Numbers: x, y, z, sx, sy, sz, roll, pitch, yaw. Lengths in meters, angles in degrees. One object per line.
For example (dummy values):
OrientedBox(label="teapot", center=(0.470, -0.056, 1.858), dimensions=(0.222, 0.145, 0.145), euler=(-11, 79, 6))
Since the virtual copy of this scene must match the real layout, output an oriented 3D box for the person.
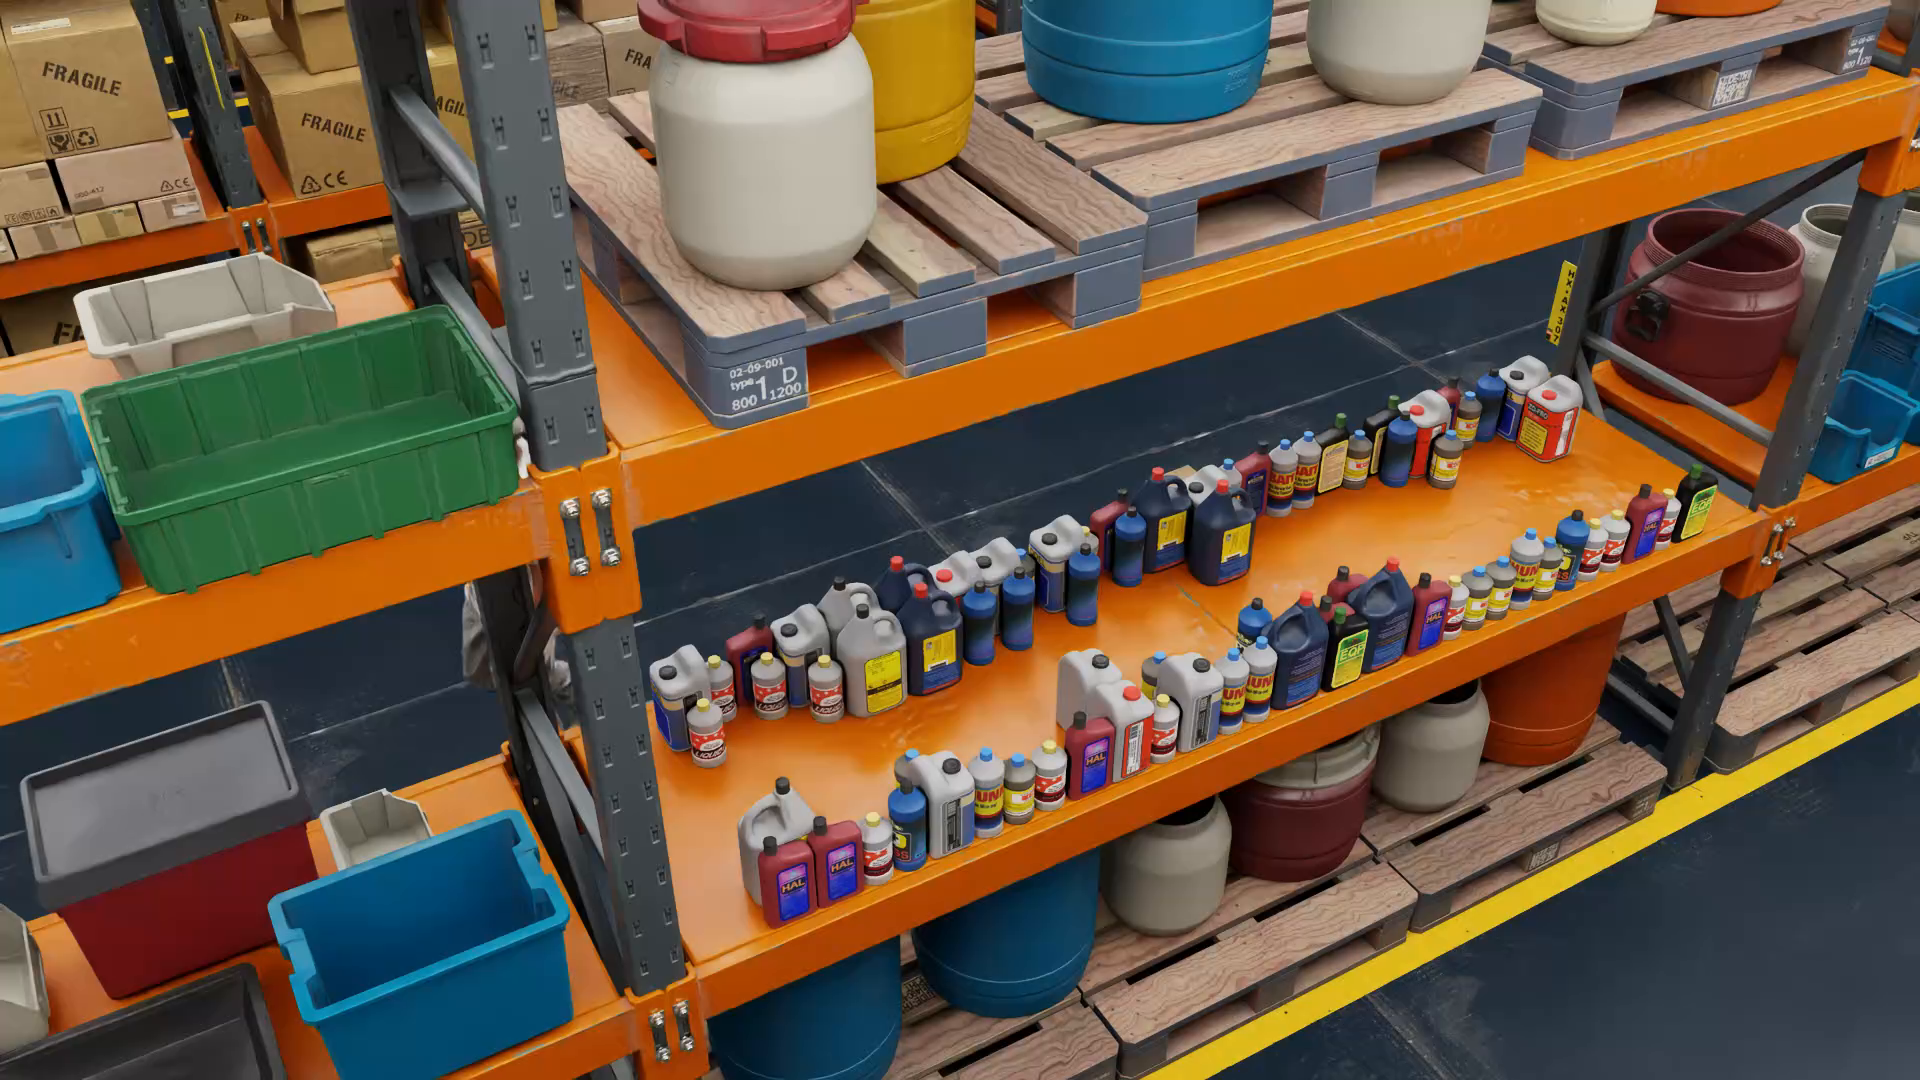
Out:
OrientedBox(label="person", center=(-1.517, 0.175, 5.811), dimensions=(0.476, 1.719, 0.556), euler=(-23, 42, -27))
